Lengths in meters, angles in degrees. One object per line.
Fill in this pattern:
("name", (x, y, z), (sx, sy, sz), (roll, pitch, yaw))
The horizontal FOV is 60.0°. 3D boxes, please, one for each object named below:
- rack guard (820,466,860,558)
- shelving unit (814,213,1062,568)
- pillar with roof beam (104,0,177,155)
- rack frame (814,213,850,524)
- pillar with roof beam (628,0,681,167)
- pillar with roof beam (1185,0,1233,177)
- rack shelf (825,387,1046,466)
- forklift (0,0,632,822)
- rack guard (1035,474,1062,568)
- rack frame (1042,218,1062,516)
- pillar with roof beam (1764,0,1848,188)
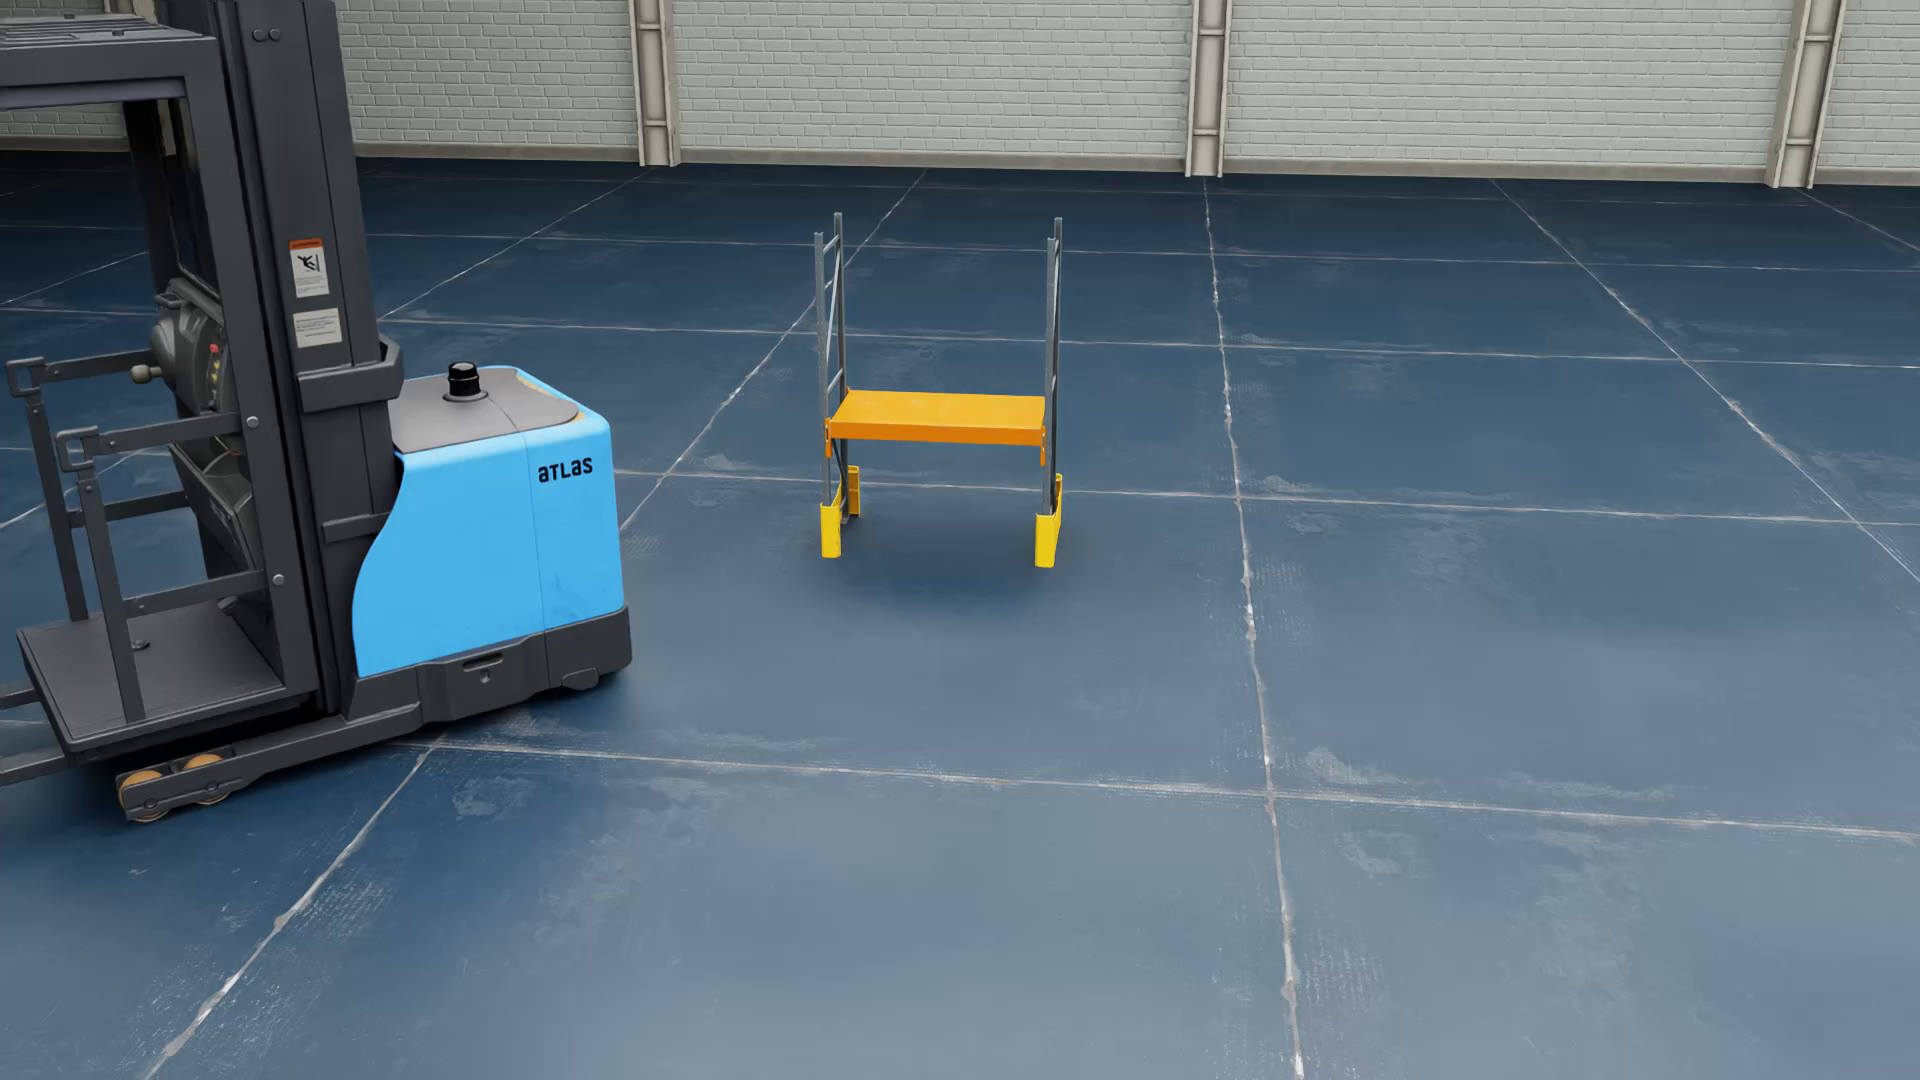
("rack guard", (-0.570, -0.141, 7.957), (0.087, 0.250, 0.587), (2, 22, 6))
("shelving unit", (-0.076, -0.701, 7.672), (1.083, 1.500, 0.587), (2, 22, 6))
("pillar with roof beam", (-9.803, -7.067, 13.576), (0.400, 9.000, 9.100), (2, 22, 6))
("rack frame", (-0.590, -0.723, 7.729), (0.032, 1.500, 0.500), (2, 22, 6))
("pillar with roof beam", (-3.845, -6.808, 12.919), (0.400, 9.000, 9.100), (2, 22, 6))
("pillar with roof beam", (2.113, -6.548, 12.263), (0.400, 9.000, 9.100), (2, 22, 6))
("rack shelf", (-0.085, -0.534, 7.740), (1.000, 0.185, 0.538), (2, 22, 6))
("forklift", (-2.783, -0.641, 5.576), (3.031, 2.935, 1.130), (-15, 26, -33))
("rack guard", (0.419, -0.098, 7.848), (0.087, 0.250, 0.587), (2, 22, 6))
("rack frame", (0.420, -0.679, 7.618), (0.032, 1.500, 0.500), (2, 22, 6))
("pillar with roof beam", (8.072, -6.288, 11.606), (0.400, 9.000, 9.100), (2, 22, 6))
